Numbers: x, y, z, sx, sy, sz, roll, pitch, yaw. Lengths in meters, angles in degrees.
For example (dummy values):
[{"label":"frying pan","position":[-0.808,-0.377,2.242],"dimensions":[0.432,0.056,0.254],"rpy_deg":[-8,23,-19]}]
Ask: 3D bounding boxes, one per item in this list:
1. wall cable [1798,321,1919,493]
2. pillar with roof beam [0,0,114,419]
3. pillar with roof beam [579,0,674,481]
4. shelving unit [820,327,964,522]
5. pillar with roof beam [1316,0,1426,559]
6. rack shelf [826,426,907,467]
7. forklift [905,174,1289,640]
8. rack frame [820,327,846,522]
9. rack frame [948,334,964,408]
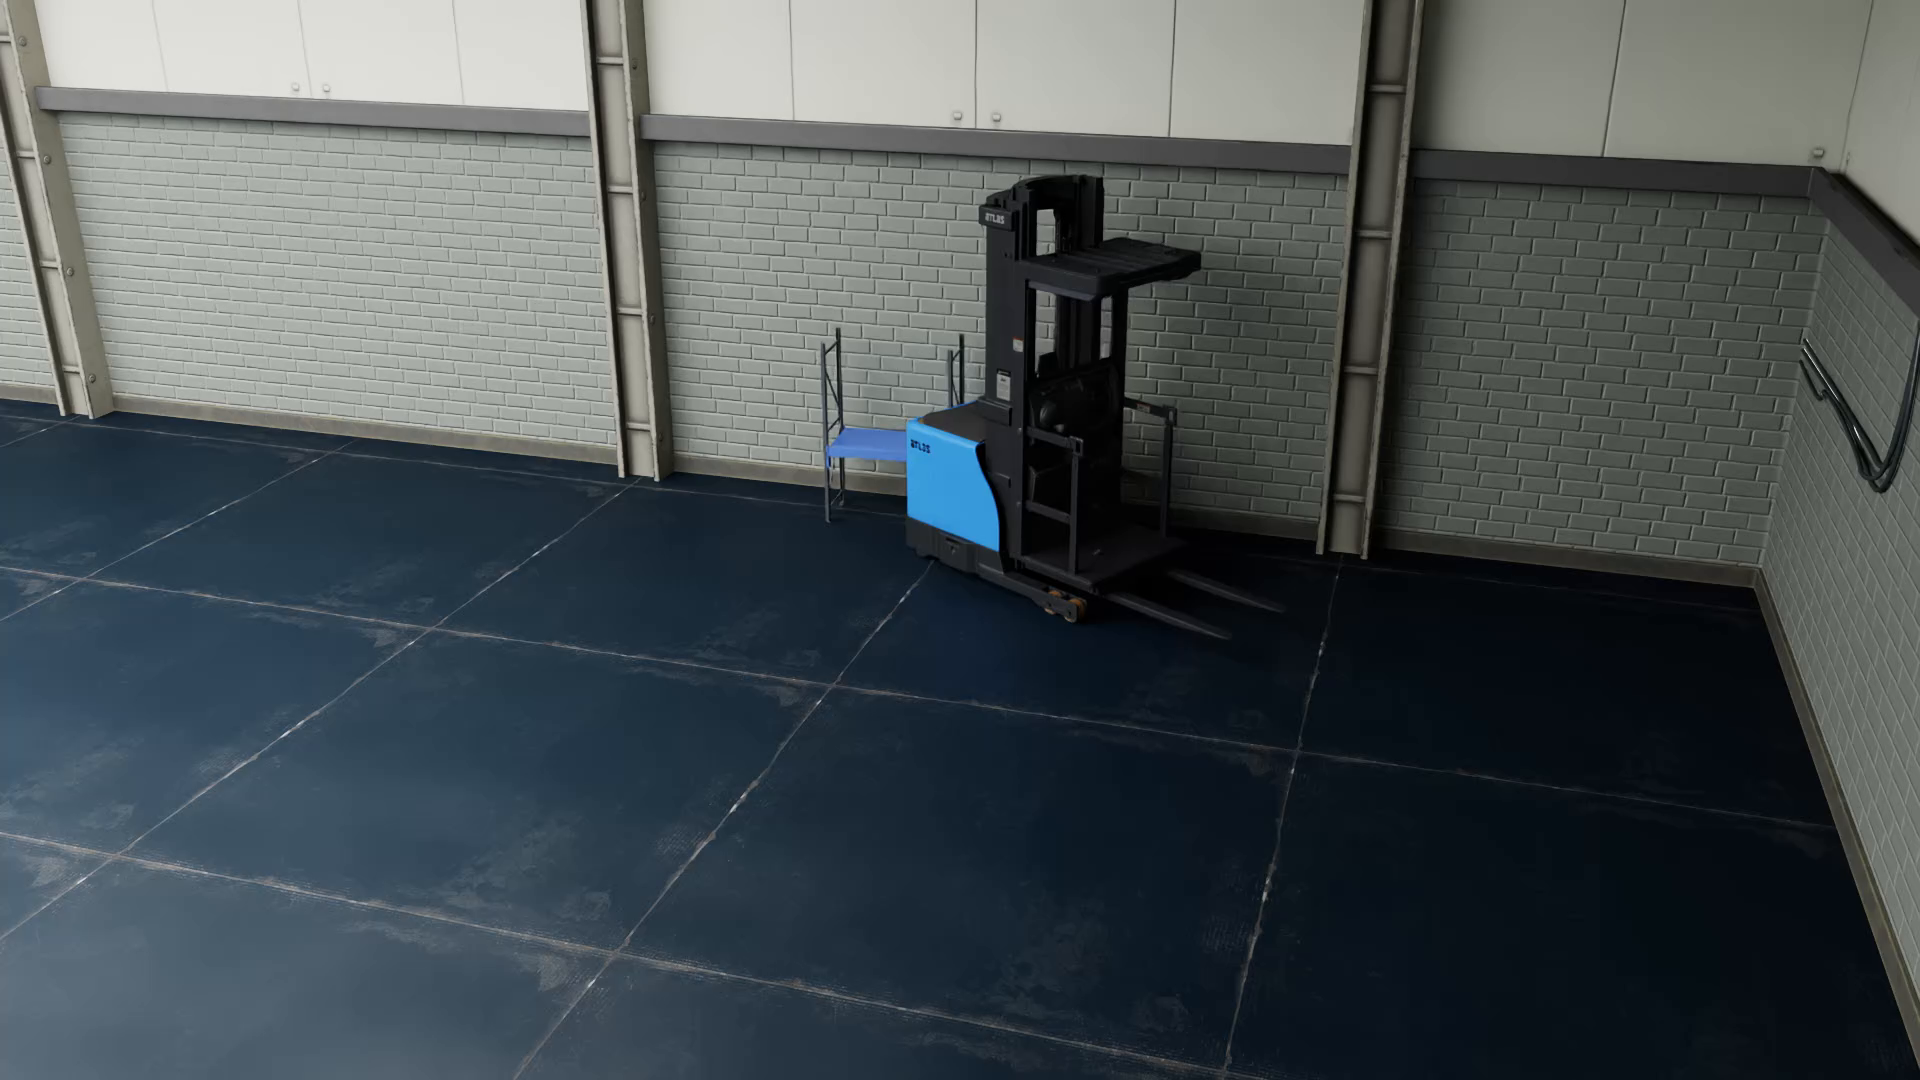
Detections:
[{"label":"wall cable","position":[5.436,-1.851,9.921],"dimensions":[0.112,2.526,3.097],"rpy_deg":[7,23,16]},{"label":"pillar with roof beam","position":[-9.734,-3.842,10.684],"dimensions":[0.400,9.000,9.100],"rpy_deg":[7,23,16]},{"label":"pillar with roof beam","position":[-3.990,-3.184,9.081],"dimensions":[0.400,9.000,9.100],"rpy_deg":[7,23,16]},{"label":"shelving unit","position":[-0.528,-0.893,13.375],"dimensions":[1.048,1.500,0.538],"rpy_deg":[4,23,11]},{"label":"pillar with roof beam","position":[1.754,-2.527,7.477],"dimensions":[0.400,9.000,9.100],"rpy_deg":[7,23,16]},{"label":"rack shelf","position":[-0.528,-0.726,13.443],"dimensions":[1.000,0.185,0.538],"rpy_deg":[4,23,11]},{"label":"forklift","position":[0.966,-0.994,11.737],"dimensions":[1.130,2.935,3.031],"rpy_deg":[-20,30,-40]},{"label":"rack frame","position":[-1.027,-0.931,13.468],"dimensions":[0.032,1.500,0.500],"rpy_deg":[4,23,11]},{"label":"rack frame","position":[-0.030,-0.854,13.282],"dimensions":[0.032,1.500,0.500],"rpy_deg":[4,23,11]}]
